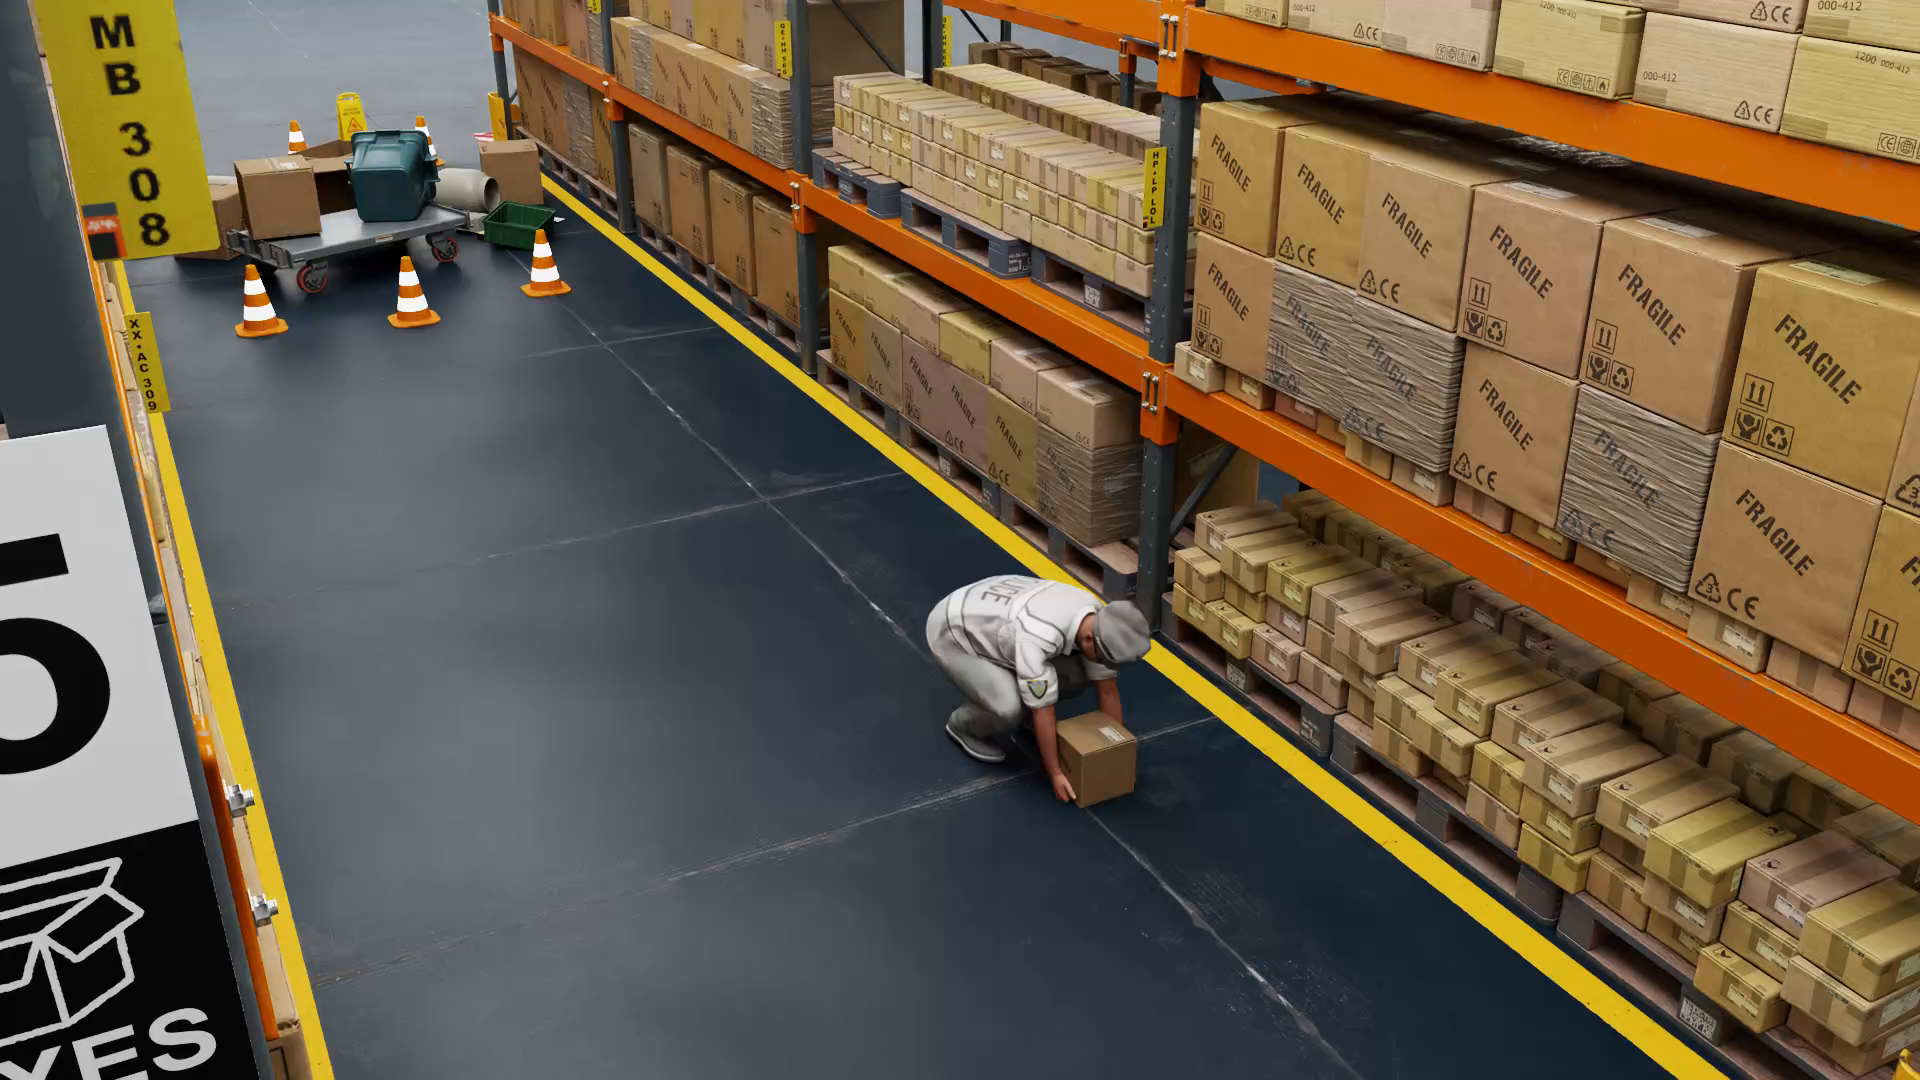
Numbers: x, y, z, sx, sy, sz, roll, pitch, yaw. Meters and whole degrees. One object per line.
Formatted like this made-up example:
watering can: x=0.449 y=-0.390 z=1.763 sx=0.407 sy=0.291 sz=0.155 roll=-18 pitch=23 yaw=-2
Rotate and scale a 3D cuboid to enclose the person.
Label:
person: x=0.309 y=0.535 z=6.655 sx=0.541 sy=0.877 sz=1.000 roll=-21 pitch=33 yaw=-38
